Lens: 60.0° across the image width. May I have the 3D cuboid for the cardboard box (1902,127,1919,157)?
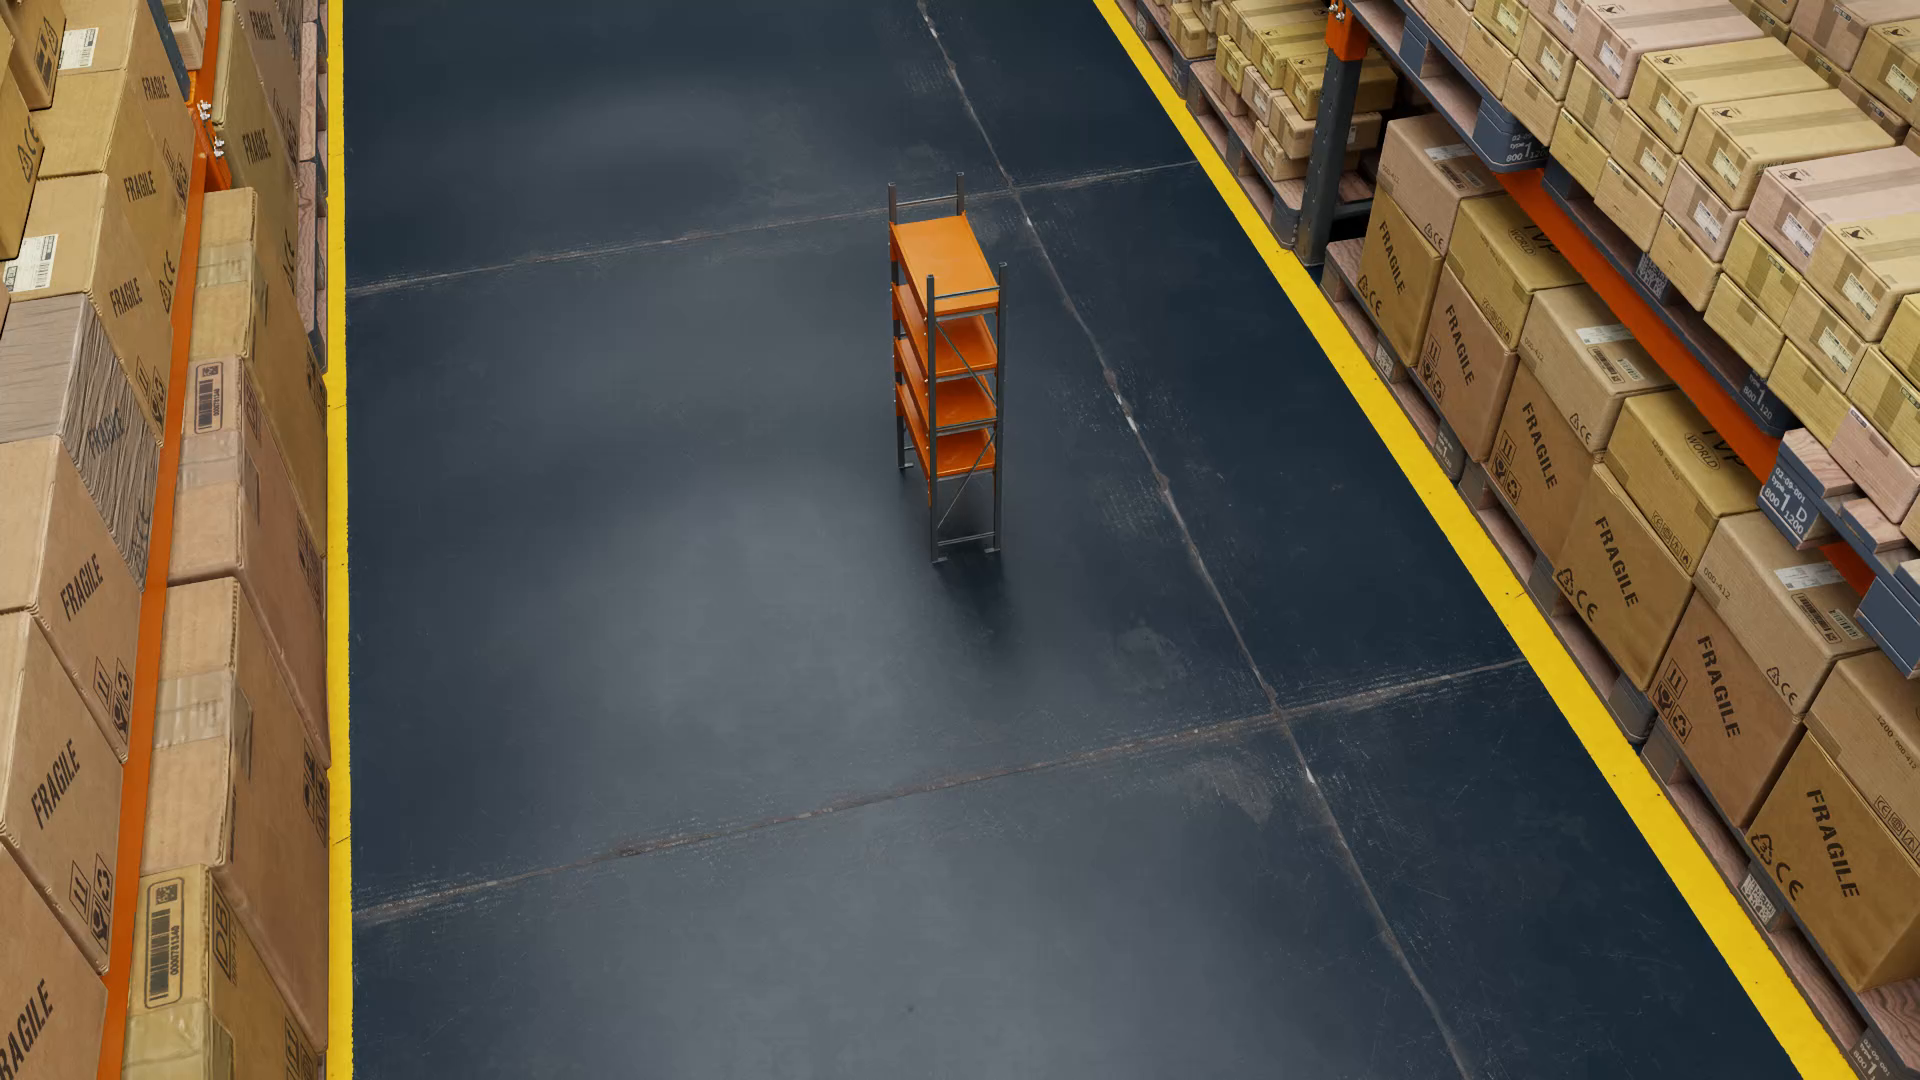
[{"bbox_3d":[2.648,-0.960,4.264,0.380,0.149,0.250,-11,47,-11],"label":"cardboard box"}]

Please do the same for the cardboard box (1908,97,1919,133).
[{"bbox_3d":[2.639,-1.066,4.160,0.380,0.149,0.250,-9,46,-9],"label":"cardboard box"}]

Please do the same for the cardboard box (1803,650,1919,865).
[{"bbox_3d":[2.480,0.504,4.087,0.500,0.250,0.500,-12,47,-11],"label":"cardboard box"}]

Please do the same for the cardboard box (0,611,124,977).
[{"bbox_3d":[-1.908,0.524,3.066,0.500,0.500,0.500,-12,47,-11],"label":"cardboard box"}]

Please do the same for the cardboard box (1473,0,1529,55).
[{"bbox_3d":[1.743,-1.570,4.862,0.380,0.149,0.250,-13,47,-12],"label":"cardboard box"}]

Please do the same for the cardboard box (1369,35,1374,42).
[{"bbox_3d":[1.871,-2.299,7.188,0.380,0.149,0.250,-11,47,-11],"label":"cardboard box"}]

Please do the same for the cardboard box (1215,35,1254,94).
[{"bbox_3d":[1.330,-2.078,7.180,0.380,0.149,0.250,-12,47,-12],"label":"cardboard box"}]

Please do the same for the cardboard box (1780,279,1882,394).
[{"bbox_3d":[2.138,-0.496,3.810,0.380,0.149,0.250,-11,47,-10],"label":"cardboard box"}]

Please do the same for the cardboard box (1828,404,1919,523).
[{"bbox_3d":[2.210,-0.202,3.730,0.380,0.149,0.250,-10,46,-10],"label":"cardboard box"}]

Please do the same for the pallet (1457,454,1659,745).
[{"bbox_3d":[2.401,0.058,5.545,1.003,0.211,1.213,-11,47,-10],"label":"pallet"}]

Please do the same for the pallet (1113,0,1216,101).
[{"bbox_3d":[1.362,-2.624,8.174,1.003,0.211,1.213,-11,47,-10],"label":"pallet"}]

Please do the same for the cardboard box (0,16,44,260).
[{"bbox_3d":[-2.600,-0.932,3.791,0.797,0.503,0.637,-10,46,-10],"label":"cardboard box"}]

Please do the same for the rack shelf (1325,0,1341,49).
[{"bbox_3d":[1.372,-3.428,7.513,1.077,0.370,4.000,-11,47,-10],"label":"rack shelf"}]

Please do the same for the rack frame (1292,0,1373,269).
[{"bbox_3d":[1.884,-2.299,5.903,1.000,3.000,0.127,-11,47,-10],"label":"rack frame"}]

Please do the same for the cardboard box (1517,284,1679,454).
[{"bbox_3d":[2.083,-0.555,5.125,0.500,0.250,0.500,-9,46,-9],"label":"cardboard box"}]

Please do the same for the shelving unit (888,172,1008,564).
[{"bbox_3d":[-0.042,-0.534,5.433,0.258,1.200,0.503,-11,47,-10],"label":"shelving unit"}]

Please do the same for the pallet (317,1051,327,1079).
[{"bbox_3d":[-2.041,1.718,3.919,1.003,0.211,1.213,-11,47,-10],"label":"pallet"}]

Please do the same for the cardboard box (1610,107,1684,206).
[{"bbox_3d":[1.943,-1.027,4.329,0.380,0.149,0.250,-12,47,-11],"label":"cardboard box"}]

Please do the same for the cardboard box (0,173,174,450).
[{"bbox_3d":[-2.292,-0.521,4.091,0.500,0.500,0.500,-11,47,-11],"label":"cardboard box"}]

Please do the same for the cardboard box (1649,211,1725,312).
[{"bbox_3d":[2.015,-0.739,4.256,0.380,0.149,0.250,-9,46,-9],"label":"cardboard box"}]

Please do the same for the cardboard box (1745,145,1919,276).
[{"bbox_3d":[2.083,-0.765,3.865,0.380,0.149,0.250,-11,47,-10],"label":"cardboard box"}]

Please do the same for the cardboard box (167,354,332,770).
[{"bbox_3d":[-2.523,0.190,4.657,1.225,0.875,0.875,-12,47,-12],"label":"cardboard box"}]

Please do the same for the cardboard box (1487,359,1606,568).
[{"bbox_3d":[2.101,-0.288,5.388,0.500,0.500,0.500,-10,46,-10],"label":"cardboard box"}]

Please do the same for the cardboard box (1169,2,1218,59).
[{"bbox_3d":[1.190,-2.371,7.676,0.380,0.149,0.250,-11,47,-10],"label":"cardboard box"}]

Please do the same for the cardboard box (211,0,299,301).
[{"bbox_3d":[-3.028,-1.335,6.152,0.875,0.875,0.875,-11,47,-10],"label":"cardboard box"}]

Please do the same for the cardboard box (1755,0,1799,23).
[{"bbox_3d":[2.437,-1.609,4.692,0.380,0.149,0.250,-12,47,-12],"label":"cardboard box"}]

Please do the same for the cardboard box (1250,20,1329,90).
[{"bbox_3d":[1.438,-2.023,6.918,0.380,0.149,0.250,-10,46,-10],"label":"cardboard box"}]

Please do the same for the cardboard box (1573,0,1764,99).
[{"bbox_3d":[1.873,-1.318,4.406,0.380,0.149,0.250,-9,46,-9],"label":"cardboard box"}]

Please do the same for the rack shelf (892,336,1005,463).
[{"bbox_3d":[-0.042,-0.487,5.482,0.258,0.148,0.480,-11,47,-10],"label":"rack shelf"}]

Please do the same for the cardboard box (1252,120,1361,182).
[{"bbox_3d":[1.455,-1.657,6.975,0.380,0.149,0.250,-10,46,-10],"label":"cardboard box"}]

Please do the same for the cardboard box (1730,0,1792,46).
[{"bbox_3d":[2.446,-1.502,4.795,0.380,0.149,0.250,-13,47,-12],"label":"cardboard box"}]

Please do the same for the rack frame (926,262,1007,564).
[{"bbox_3d":[0.020,-0.366,5.268,0.240,1.200,0.015,-11,47,-10],"label":"rack frame"}]

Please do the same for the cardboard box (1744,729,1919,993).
[{"bbox_3d":[2.487,0.784,4.338,0.500,0.500,0.500,-11,47,-11],"label":"cardboard box"}]

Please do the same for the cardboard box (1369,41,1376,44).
[{"bbox_3d":[1.852,-2.181,7.281,0.380,0.149,0.250,-11,47,-11],"label":"cardboard box"}]

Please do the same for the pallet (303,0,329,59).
[{"bbox_3d":[-3.680,-2.710,8.258,1.003,0.211,1.213,-11,47,-10],"label":"pallet"}]

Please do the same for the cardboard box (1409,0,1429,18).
[{"bbox_3d":[1.617,-1.812,5.307,0.380,0.149,0.250,-10,46,-10],"label":"cardboard box"}]

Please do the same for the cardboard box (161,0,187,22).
[{"bbox_3d":[-2.803,-1.886,5.395,0.500,0.250,0.500,-11,47,-11],"label":"cardboard box"}]

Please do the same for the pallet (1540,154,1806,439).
[{"bbox_3d":[2.362,-0.829,4.597,1.003,0.211,1.213,-11,47,-10],"label":"pallet"}]

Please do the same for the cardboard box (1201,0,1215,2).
[{"bbox_3d":[1.218,-2.558,7.442,0.380,0.149,0.250,-13,47,-12],"label":"cardboard box"}]

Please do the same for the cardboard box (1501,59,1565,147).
[{"bbox_3d":[1.806,-1.289,4.795,0.380,0.149,0.250,-13,47,-12],"label":"cardboard box"}]
